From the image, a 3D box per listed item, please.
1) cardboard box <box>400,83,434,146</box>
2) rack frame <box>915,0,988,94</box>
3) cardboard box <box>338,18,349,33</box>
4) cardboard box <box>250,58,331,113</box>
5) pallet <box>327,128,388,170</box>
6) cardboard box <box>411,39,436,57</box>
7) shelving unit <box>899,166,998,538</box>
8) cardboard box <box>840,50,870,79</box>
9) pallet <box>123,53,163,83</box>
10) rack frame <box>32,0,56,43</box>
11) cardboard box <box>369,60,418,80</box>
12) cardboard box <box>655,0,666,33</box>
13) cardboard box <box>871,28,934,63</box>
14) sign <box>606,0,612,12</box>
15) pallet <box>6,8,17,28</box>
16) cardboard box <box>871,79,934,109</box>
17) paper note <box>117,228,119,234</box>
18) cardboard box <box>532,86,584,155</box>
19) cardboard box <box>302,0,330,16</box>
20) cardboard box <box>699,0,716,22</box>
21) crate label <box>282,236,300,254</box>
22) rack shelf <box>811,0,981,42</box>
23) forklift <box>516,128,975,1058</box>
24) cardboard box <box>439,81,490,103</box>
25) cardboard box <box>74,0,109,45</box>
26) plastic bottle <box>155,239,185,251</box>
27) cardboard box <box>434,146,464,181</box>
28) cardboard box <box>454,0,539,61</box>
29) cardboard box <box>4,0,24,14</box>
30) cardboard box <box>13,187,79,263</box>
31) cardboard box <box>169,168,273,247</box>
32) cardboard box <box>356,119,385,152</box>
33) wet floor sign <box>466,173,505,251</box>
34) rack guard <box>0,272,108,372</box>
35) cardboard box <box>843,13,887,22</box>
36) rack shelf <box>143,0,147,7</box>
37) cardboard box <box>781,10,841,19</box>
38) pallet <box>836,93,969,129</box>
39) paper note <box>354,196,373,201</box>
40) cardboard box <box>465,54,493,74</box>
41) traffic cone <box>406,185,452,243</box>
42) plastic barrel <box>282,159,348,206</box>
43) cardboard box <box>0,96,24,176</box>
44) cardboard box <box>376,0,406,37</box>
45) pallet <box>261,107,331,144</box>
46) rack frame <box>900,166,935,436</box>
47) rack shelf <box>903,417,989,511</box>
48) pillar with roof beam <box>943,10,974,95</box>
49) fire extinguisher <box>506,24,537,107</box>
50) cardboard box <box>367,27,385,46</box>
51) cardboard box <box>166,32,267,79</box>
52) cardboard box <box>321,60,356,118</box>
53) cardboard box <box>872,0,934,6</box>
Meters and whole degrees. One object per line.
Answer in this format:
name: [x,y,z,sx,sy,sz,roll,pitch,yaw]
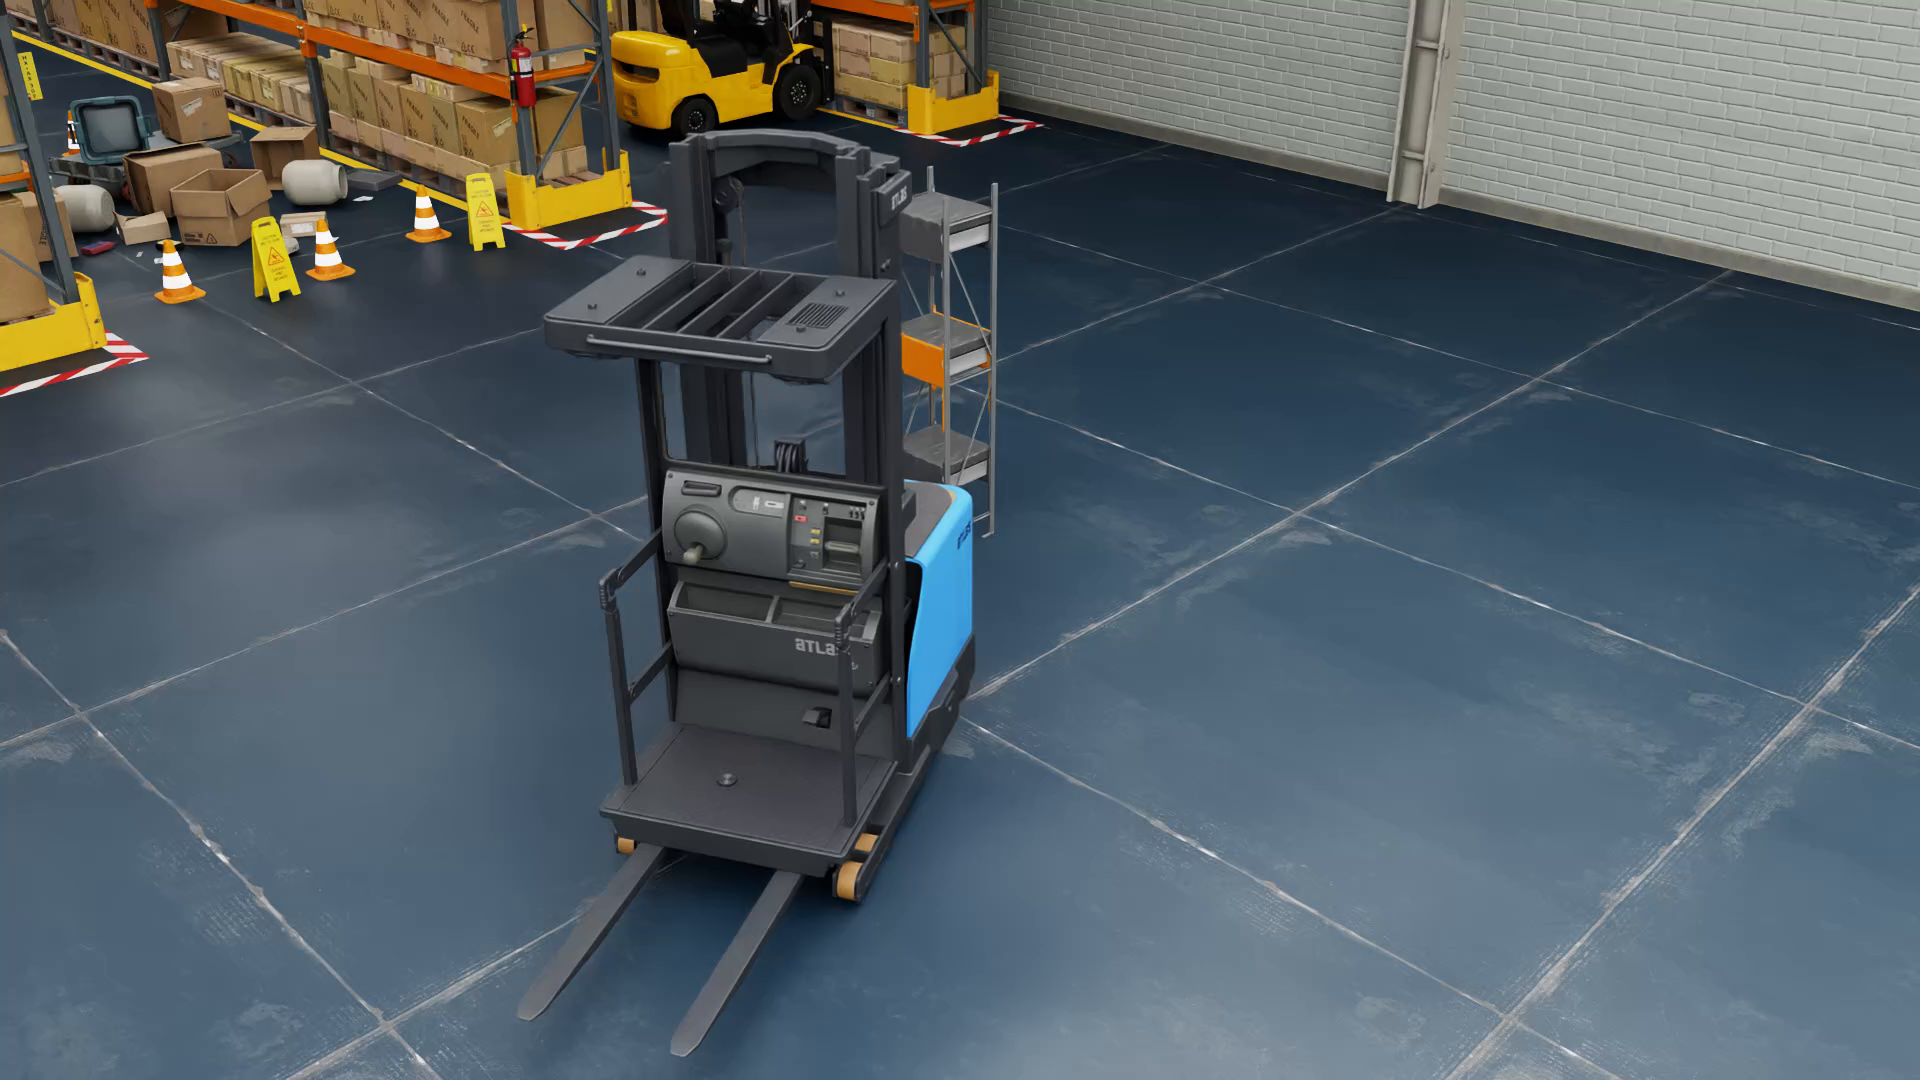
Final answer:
cardboard box: [-5.046,-4.160,16.135,0.500,0.500,0.500,24,36,37]
rack frame: [-0.085,-5.996,17.931,0.127,3.000,1.000,25,36,38]
cardboard box: [-5.988,-5.191,16.669,0.250,0.149,0.380,24,36,38]
cardboard box: [-7.306,-5.080,18.560,0.950,0.372,0.625,-23,35,-36]
pallet: [-5.911,-4.211,17.533,1.213,0.211,1.003,25,36,38]
cardboard box: [-4.941,-4.682,15.701,0.250,0.149,0.380,24,36,38]
shelving unit: [-0.118,-0.983,9.364,0.503,2.100,0.431,25,36,38]
cardboard box: [-1.002,-5.409,18.780,0.500,0.250,0.500,24,36,38]
pallet: [-9.777,-6.006,20.946,1.213,0.211,1.003,25,36,38]
rack frame: [-12.120,-8.263,22.242,0.127,3.000,1.000,25,36,38]
cardboard box: [-5.575,-4.644,16.360,0.380,0.149,0.250,-23,35,-36]
cardboard box: [-3.318,-6.603,21.185,0.875,0.625,0.625,-23,36,-37]
cardboard box: [-0.632,-5.455,18.329,0.500,0.250,0.500,-24,36,-38]
sign: [-3.183,-4.911,14.937,0.005,0.325,0.100,25,36,38]
pallet: [-13.481,-7.701,24.170,1.213,0.211,1.003,25,36,38]
cardboard box: [-0.642,-5.014,18.565,0.500,0.250,0.500,25,37,39]
paper note: [-7.562,-2.824,15.096,0.172,0.023,0.155,-13,30,-22]
cardboard box: [-3.962,-4.011,15.853,0.500,0.500,0.500,23,36,37]
cardboard box: [-6.297,-5.593,16.737,0.500,0.500,0.500,24,36,38]
cardboard box: [-2.813,-6.451,20.224,0.500,0.250,0.500,24,36,38]
crate label: [-5.914,-2.550,14.452,0.298,0.136,0.250,7,29,13]
rack shelf: [-1.512,-6.331,19.339,4.000,0.370,1.077,25,36,38]
forklift: [-0.842,-0.007,6.614,1.130,2.935,3.031,8,29,15]
cardboard box: [-4.626,-4.208,15.531,0.380,0.149,0.250,-24,36,-38]
cardboard box: [-10.972,-7.041,21.749,0.875,0.875,0.875,-24,36,-38]
plastic bottle: [-6.964,-2.588,14.606,0.283,0.061,0.133,12,30,22]
cardboard box: [-4.692,-3.663,15.996,0.500,0.250,0.500,25,37,39]
cardboard box: [-4.143,-4.610,14.866,0.500,0.500,0.500,24,36,38]
cardboard box: [-13.131,-7.848,23.753,0.875,0.438,0.875,23,36,37]
cardboard box: [-7.987,-2.706,14.357,0.500,0.500,0.500,-18,33,-31]
cardboard box: [-6.590,-2.976,14.869,0.637,0.503,0.797,2,28,4]
cardboard box: [-5.795,-4.169,16.960,0.500,0.250,0.500,-23,35,-36]
wet floor sign: [-4.178,-2.889,14.551,0.267,0.644,0.232,-13,30,-22]
rack guard: [-6.944,-1.558,12.176,0.348,0.500,1.175,25,36,38]
cardboard box: [-1.003,-5.956,19.283,0.500,0.250,0.500,24,36,38]
rack shelf: [-10.694,-7.292,21.169,4.000,0.370,1.077,25,36,38]
cardboard box: [-1.724,-5.948,19.269,0.500,0.250,0.500,24,36,37]
pallet: [-0.660,-4.998,19.028,1.213,0.211,1.003,25,36,38]
paper note: [-5.721,-3.281,15.956,0.148,0.019,0.142,12,30,22]
cardboard box: [-4.238,-4.334,15.039,0.250,0.149,0.380,24,36,38]
traffic cone: [-4.774,-2.937,14.839,0.334,0.463,0.336,25,36,38]
plastic barrel: [-6.097,-3.379,15.722,0.512,0.421,0.421,-3,28,-5]
cardboard box: [-7.258,-2.845,11.776,0.550,0.550,0.875,25,36,38]
cardboard box: [-5.199,-5.110,15.819,0.500,0.500,0.500,-25,37,-39]
pallet: [-6.971,-4.672,18.409,1.213,0.211,1.003,25,36,38]
rack frame: [-0.292,-1.063,9.515,0.015,2.100,0.400,25,36,38]
rack shelf: [-0.118,-0.352,9.696,0.480,0.518,0.431,25,36,38]
pillar with roof beam: [-2.968,-7.749,14.819,0.400,9.000,9.100,25,36,38]
fire extinguisher: [-3.804,-4.123,14.452,0.183,0.674,0.296,25,36,38]
cardboard box: [-5.510,-4.912,16.139,0.250,0.149,0.380,25,37,39]
cardboard box: [-8.872,-5.793,19.917,0.625,0.372,0.950,22,35,35]
cardboard box: [-6.184,-4.672,17.109,0.500,0.500,0.500,-23,36,-37]
cardboard box: [-0.621,-6.114,18.047,0.500,0.500,0.500,24,36,37]
